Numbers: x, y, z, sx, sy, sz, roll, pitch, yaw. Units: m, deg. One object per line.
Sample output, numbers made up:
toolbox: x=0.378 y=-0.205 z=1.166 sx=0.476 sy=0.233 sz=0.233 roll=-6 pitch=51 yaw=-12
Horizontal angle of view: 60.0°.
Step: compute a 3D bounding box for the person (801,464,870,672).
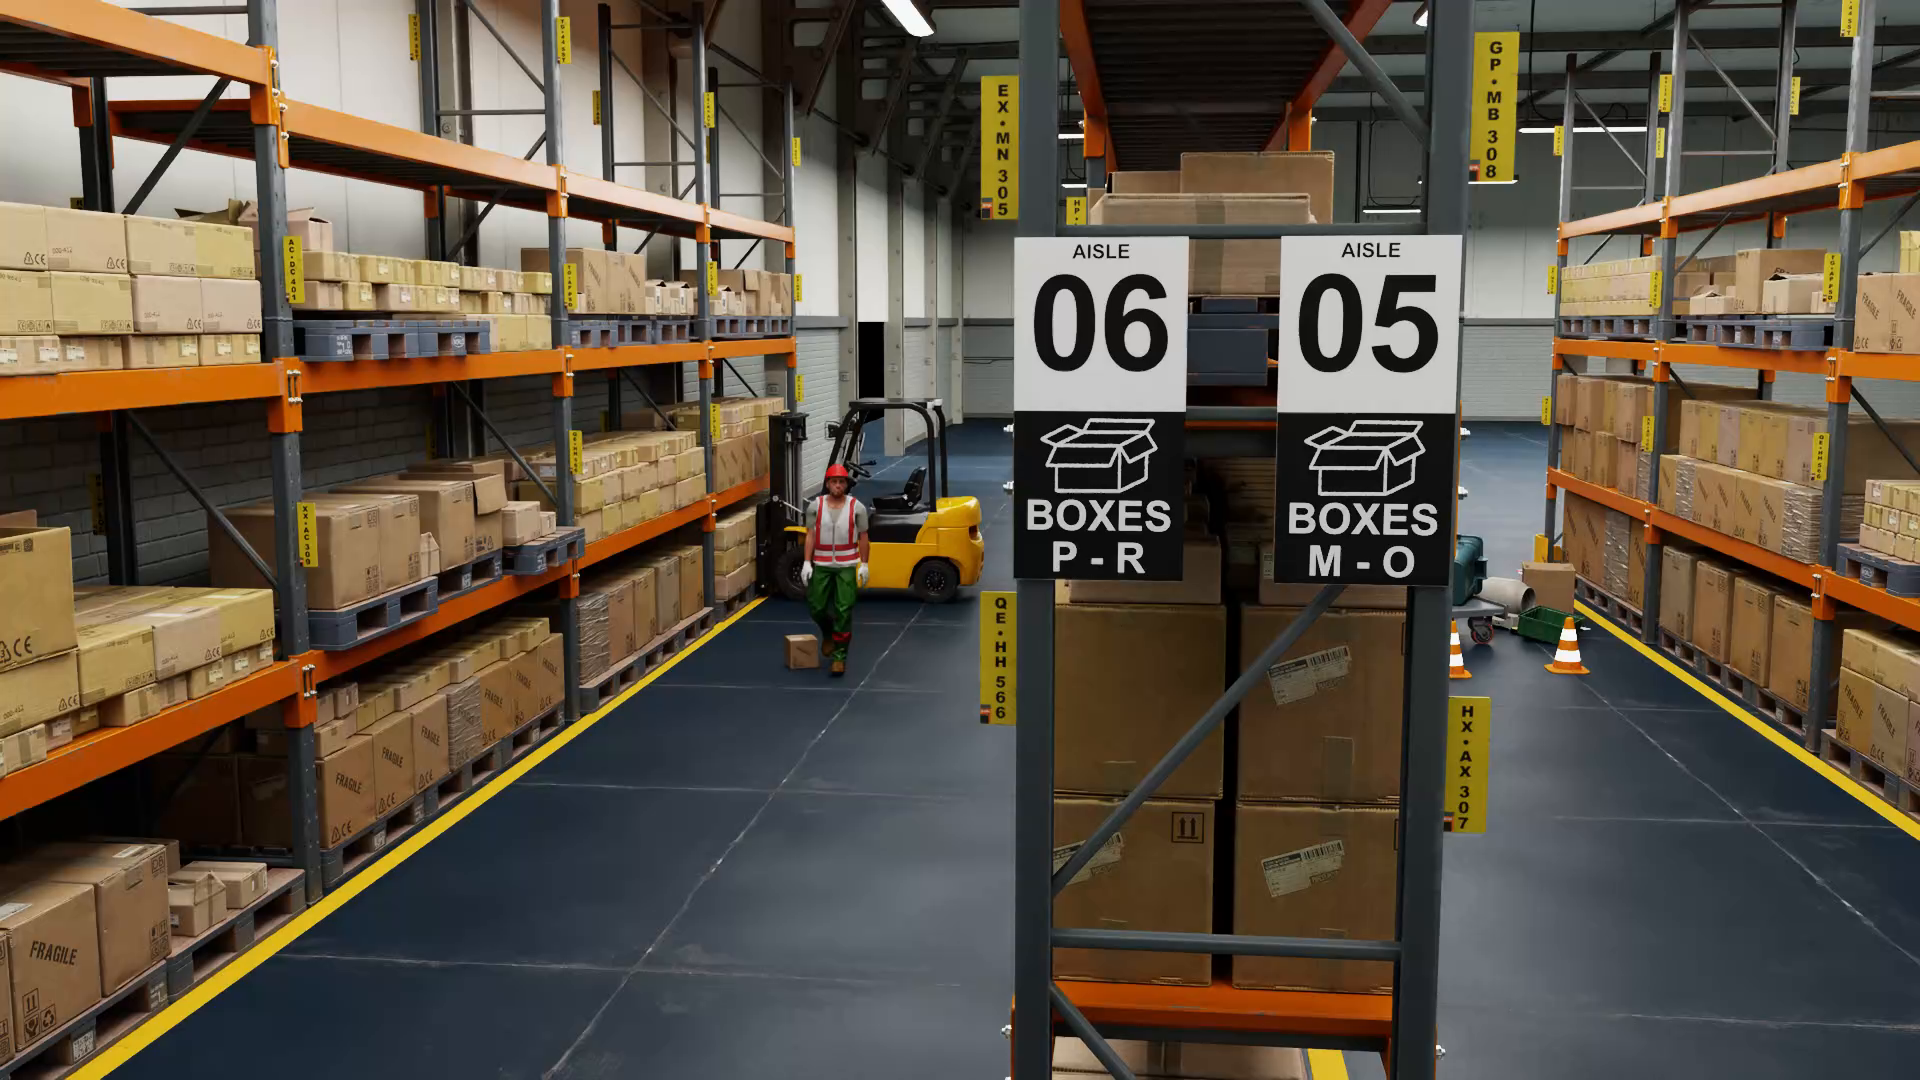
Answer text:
person: x=-1.069 y=0.226 z=14.300 sx=0.590 sy=1.778 sz=0.629 roll=0 pitch=7 yaw=2
